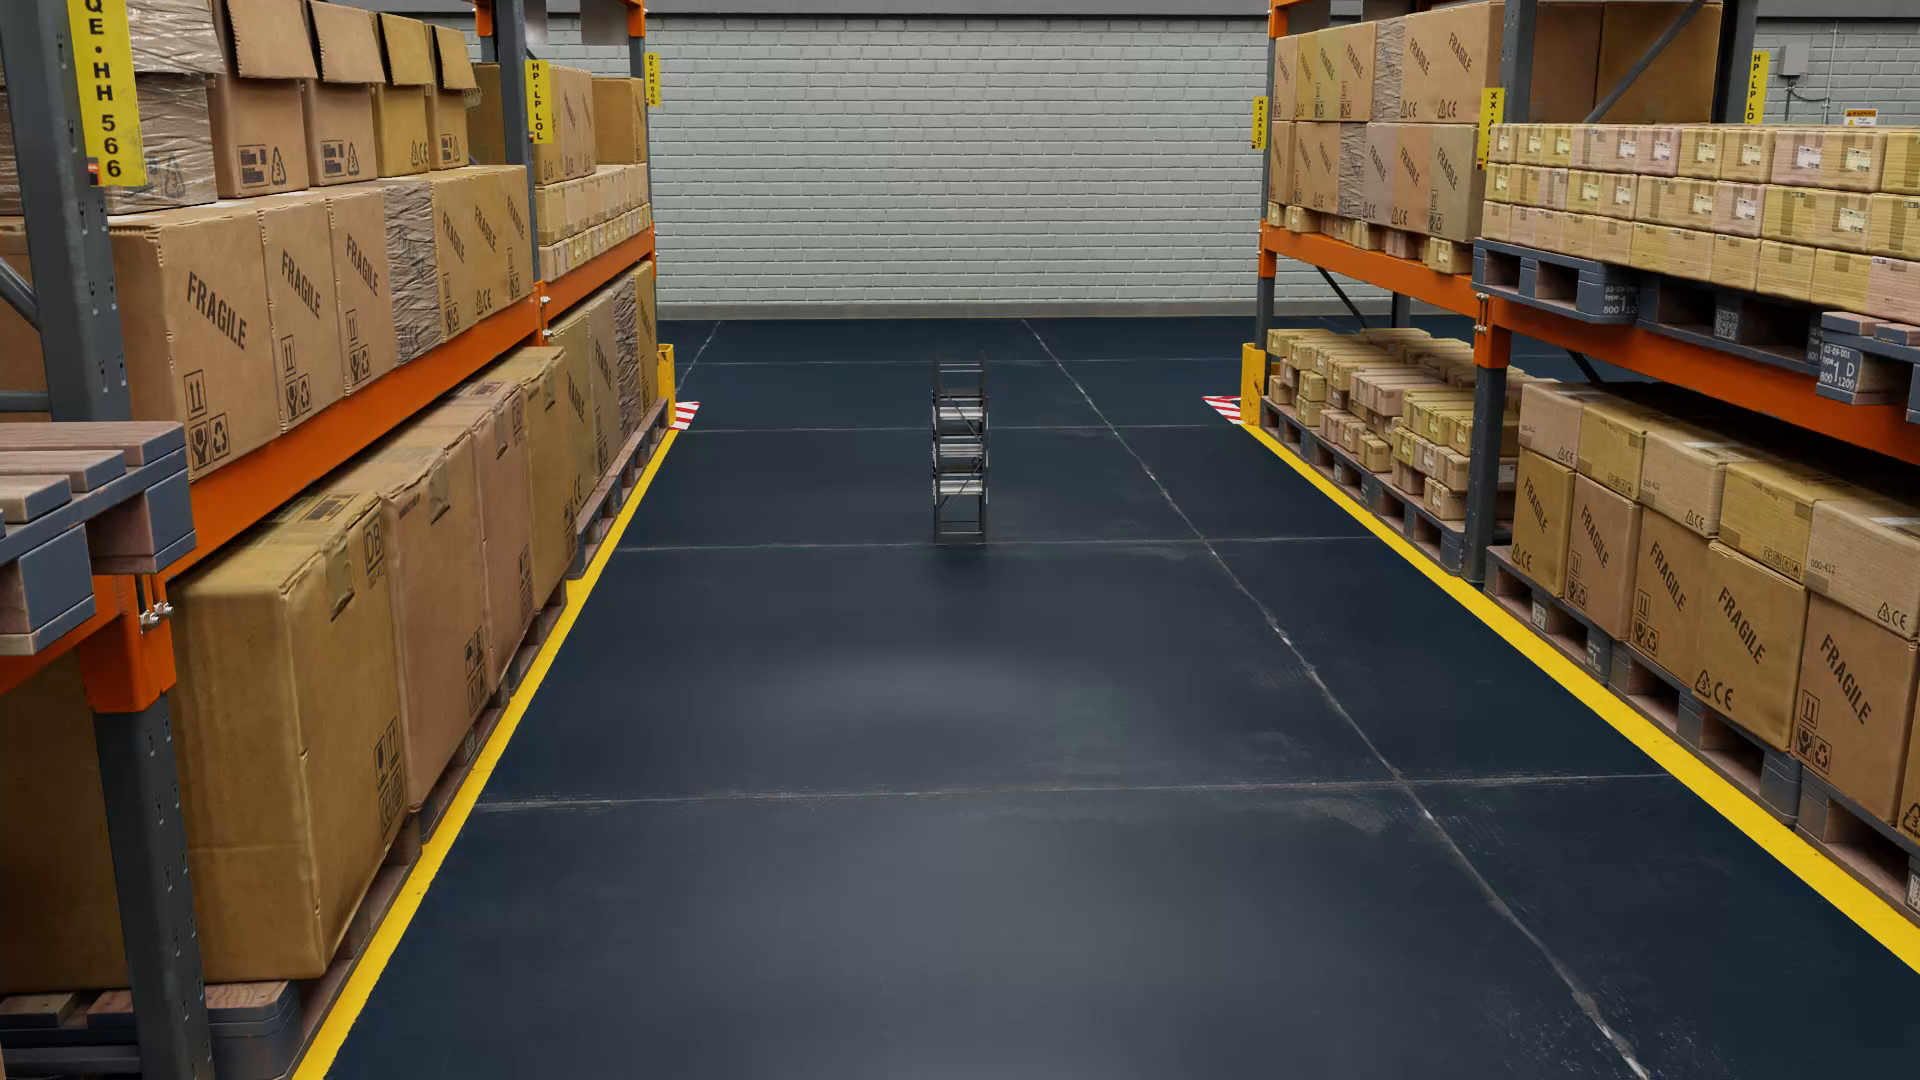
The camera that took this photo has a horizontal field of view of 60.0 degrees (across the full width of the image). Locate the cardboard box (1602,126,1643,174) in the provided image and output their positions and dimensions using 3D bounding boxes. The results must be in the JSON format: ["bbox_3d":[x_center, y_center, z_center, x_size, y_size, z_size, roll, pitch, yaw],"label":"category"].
[{"bbox_3d":[2.353,-1.283,5.462,0.380,0.149,0.250,-1,14,-4],"label":"cardboard box"}]

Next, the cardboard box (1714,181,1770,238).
[{"bbox_3d":[2.402,-0.945,4.744,0.380,0.149,0.250,-1,14,-2],"label":"cardboard box"}]

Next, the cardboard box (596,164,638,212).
[{"bbox_3d":[-2.158,-2.050,9.677,0.500,0.250,0.500,-1,14,-4],"label":"cardboard box"}]

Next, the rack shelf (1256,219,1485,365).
[{"bbox_3d":[2.597,-1.426,8.995,1.077,0.370,4.000,-1,14,-3],"label":"rack shelf"}]

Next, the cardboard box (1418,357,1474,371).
[{"bbox_3d":[2.791,-0.931,9.309,0.380,0.149,0.250,-1,14,-5],"label":"cardboard box"}]

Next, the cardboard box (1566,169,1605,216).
[{"bbox_3d":[2.338,-1.205,5.754,0.380,0.149,0.250,-2,15,-6],"label":"cardboard box"}]

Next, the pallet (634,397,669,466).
[{"bbox_3d":[-2.356,-0.673,10.217,1.003,0.211,1.213,-1,14,-3],"label":"pallet"}]

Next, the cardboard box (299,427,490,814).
[{"bbox_3d":[-2.057,0.201,4.648,1.225,0.875,0.875,-1,14,-3],"label":"cardboard box"}]

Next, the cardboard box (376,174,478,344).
[{"bbox_3d":[-1.871,-0.909,5.340,0.500,0.500,0.500,-1,14,-4],"label":"cardboard box"}]

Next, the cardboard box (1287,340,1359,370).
[{"bbox_3d":[2.192,-1.116,10.030,0.380,0.149,0.250,-1,14,-4],"label":"cardboard box"}]

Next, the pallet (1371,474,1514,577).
[{"bbox_3d":[2.644,-0.094,7.966,1.003,0.211,1.213,-1,14,-3],"label":"pallet"}]

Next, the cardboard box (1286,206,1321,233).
[{"bbox_3d":[2.187,-1.935,10.030,0.380,0.149,0.250,-1,14,-5],"label":"cardboard box"}]

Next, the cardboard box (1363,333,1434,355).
[{"bbox_3d":[2.718,-1.192,10.324,0.380,0.149,0.250,-1,14,-2],"label":"cardboard box"}]

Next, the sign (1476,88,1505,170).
[{"bbox_3d":[2.180,-1.686,6.824,0.100,0.325,0.005,-1,14,-3],"label":"sign"}]

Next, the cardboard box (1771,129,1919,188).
[{"bbox_3d":[2.422,-1.021,4.444,0.380,0.149,0.250,-1,14,-3],"label":"cardboard box"}]

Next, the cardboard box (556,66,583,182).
[{"bbox_3d":[-2.033,-1.906,7.615,0.500,0.500,0.500,-1,14,-3],"label":"cardboard box"}]

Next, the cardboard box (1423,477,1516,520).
[{"bbox_3d":[2.357,-0.192,7.633,0.380,0.149,0.250,-1,14,-3],"label":"cardboard box"}]

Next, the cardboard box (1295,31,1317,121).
[{"bbox_3d":[2.274,-2.708,9.727,0.500,0.500,0.500,0,14,-2],"label":"cardboard box"}]

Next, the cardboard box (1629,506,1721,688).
[{"bbox_3d":[2.583,0.179,5.484,0.500,0.500,0.500,-1,14,-2],"label":"cardboard box"}]

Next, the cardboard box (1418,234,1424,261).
[{"bbox_3d":[2.441,-1.418,8.023,0.380,0.149,0.250,-1,14,-5],"label":"cardboard box"}]

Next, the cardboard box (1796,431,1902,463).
[{"bbox_3d":[3.085,-0.193,5.425,0.500,0.250,0.500,-2,15,-6],"label":"cardboard box"}]

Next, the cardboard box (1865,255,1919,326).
[{"bbox_3d":[2.450,-0.606,4.022,0.380,0.149,0.250,-1,14,-2],"label":"cardboard box"}]

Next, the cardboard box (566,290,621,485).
[{"bbox_3d":[-2.252,-0.790,8.497,0.875,0.875,0.875,-1,14,-3],"label":"cardboard box"}]

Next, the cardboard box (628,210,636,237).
[{"bbox_3d":[-2.086,-1.826,9.609,0.380,0.149,0.250,-1,14,-2],"label":"cardboard box"}]

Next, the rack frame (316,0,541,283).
[{"bbox_3d":[-2.235,-1.226,6.772,1.000,3.000,0.127,-1,14,-3],"label":"rack frame"}]

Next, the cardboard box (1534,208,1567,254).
[{"bbox_3d":[2.321,-1.123,6.033,0.380,0.149,0.250,-1,14,-3],"label":"cardboard box"}]

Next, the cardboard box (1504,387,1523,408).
[{"bbox_3d":[2.845,-0.673,8.308,0.380,0.149,0.250,-1,14,-5],"label":"cardboard box"}]

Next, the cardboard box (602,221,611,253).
[{"bbox_3d":[-2.020,-1.571,8.616,0.380,0.149,0.250,-1,14,-5],"label":"cardboard box"}]

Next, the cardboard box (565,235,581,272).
[{"bbox_3d":[-1.955,-1.314,7.617,0.380,0.149,0.250,0,14,-2],"label":"cardboard box"}]

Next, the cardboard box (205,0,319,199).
[{"bbox_3d":[-2.054,-1.110,4.106,0.797,0.503,0.637,-1,14,-2],"label":"cardboard box"}]

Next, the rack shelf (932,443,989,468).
[{"bbox_3d":[0.000,-0.406,7.930,0.258,0.077,0.200,-1,14,-3],"label":"rack shelf"}]

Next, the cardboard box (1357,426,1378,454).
[{"bbox_3d":[2.344,-0.516,8.890,0.380,0.149,0.250,-1,14,-2],"label":"cardboard box"}]

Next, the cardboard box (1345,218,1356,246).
[{"bbox_3d":[2.314,-1.678,9.032,0.380,0.149,0.250,0,14,-1],"label":"cardboard box"}]

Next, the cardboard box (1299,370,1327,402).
[{"bbox_3d":[2.221,-0.911,9.828,0.380,0.149,0.250,0,14,-2],"label":"cardboard box"}]

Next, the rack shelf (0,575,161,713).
[{"bbox_3d":[-1.864,0.615,1.062,1.077,0.370,4.000,-1,14,-3],"label":"rack shelf"}]

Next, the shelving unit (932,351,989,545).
[{"bbox_3d":[0.000,-0.438,7.922,0.258,0.900,0.210,-1,14,-3],"label":"shelving unit"}]

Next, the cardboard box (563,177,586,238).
[{"bbox_3d":[-2.029,-1.542,7.704,0.500,0.250,0.500,-1,14,-4],"label":"cardboard box"}]

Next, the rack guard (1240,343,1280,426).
[{"bbox_3d":[2.478,-1.043,11.076,1.175,0.500,0.348,-1,14,-3],"label":"rack guard"}]

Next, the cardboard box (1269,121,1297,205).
[{"bbox_3d":[2.226,-2.349,10.338,0.500,0.500,0.500,0,14,-1],"label":"cardboard box"}]

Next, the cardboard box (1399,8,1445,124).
[{"bbox_3d":[2.385,-2.195,7.735,0.500,0.500,0.500,-1,14,-5],"label":"cardboard box"}]

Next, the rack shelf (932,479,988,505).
[{"bbox_3d":[0.000,-0.231,7.975,0.258,0.077,0.200,-1,14,-3],"label":"rack shelf"}]

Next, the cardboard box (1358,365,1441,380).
[{"bbox_3d":[2.379,-0.860,9.032,0.380,0.149,0.250,-1,14,-3],"label":"cardboard box"}]

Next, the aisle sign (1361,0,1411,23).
[{"bbox_3d":[2.768,-3.554,10.603,0.394,0.787,0.004,-1,14,-3],"label":"aisle sign"}]

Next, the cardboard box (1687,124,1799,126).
[{"bbox_3d":[2.959,-1.484,6.241,0.380,0.149,0.250,-1,14,-5],"label":"cardboard box"}]

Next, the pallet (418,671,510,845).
[{"bbox_3d":[-2.034,0.619,5.196,1.003,0.211,1.213,-1,14,-3],"label":"pallet"}]

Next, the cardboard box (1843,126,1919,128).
[{"bbox_3d":[3.021,-1.226,5.240,0.380,0.149,0.250,-2,15,-6],"label":"cardboard box"}]

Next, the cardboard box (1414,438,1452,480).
[{"bbox_3d":[2.355,-0.385,7.784,0.380,0.149,0.250,-2,15,-6],"label":"cardboard box"}]

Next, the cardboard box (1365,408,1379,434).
[{"bbox_3d":[2.372,-0.645,8.795,0.380,0.149,0.250,-2,15,-6],"label":"cardboard box"}]

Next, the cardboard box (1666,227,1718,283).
[{"bbox_3d":[2.385,-0.867,5.037,0.380,0.149,0.250,-2,15,-6],"label":"cardboard box"}]

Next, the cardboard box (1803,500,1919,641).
[{"bbox_3d":[2.623,0.070,4.404,0.500,0.250,0.500,-1,14,-3],"label":"cardboard box"}]

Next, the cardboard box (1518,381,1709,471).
[{"bbox_3d":[2.503,-0.446,6.407,0.500,0.250,0.500,-2,15,-6],"label":"cardboard box"}]

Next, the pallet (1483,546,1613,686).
[{"bbox_3d":[2.771,0.267,6.567,1.003,0.211,1.213,-1,14,-3],"label":"pallet"}]

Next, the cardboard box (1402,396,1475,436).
[{"bbox_3d":[2.362,-0.598,8.014,0.380,0.149,0.250,-1,14,-4],"label":"cardboard box"}]

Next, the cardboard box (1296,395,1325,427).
[{"bbox_3d":[2.213,-0.769,9.874,0.380,0.149,0.250,-1,14,-3],"label":"cardboard box"}]

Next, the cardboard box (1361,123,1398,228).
[{"bbox_3d":[2.349,-1.839,8.356,0.500,0.500,0.500,-1,14,-4],"label":"cardboard box"}]

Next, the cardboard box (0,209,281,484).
[{"bbox_3d":[-1.746,-0.405,3.379,0.500,0.500,0.500,0,14,-2],"label":"cardboard box"}]

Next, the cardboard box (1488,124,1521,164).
[{"bbox_3d":[2.287,-1.542,6.468,0.380,0.149,0.250,0,14,-1],"label":"cardboard box"}]

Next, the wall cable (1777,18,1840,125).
[{"bbox_3d":[8.450,-4.293,16.651,0.588,1.984,0.122,-1,14,-3],"label":"wall cable"}]
